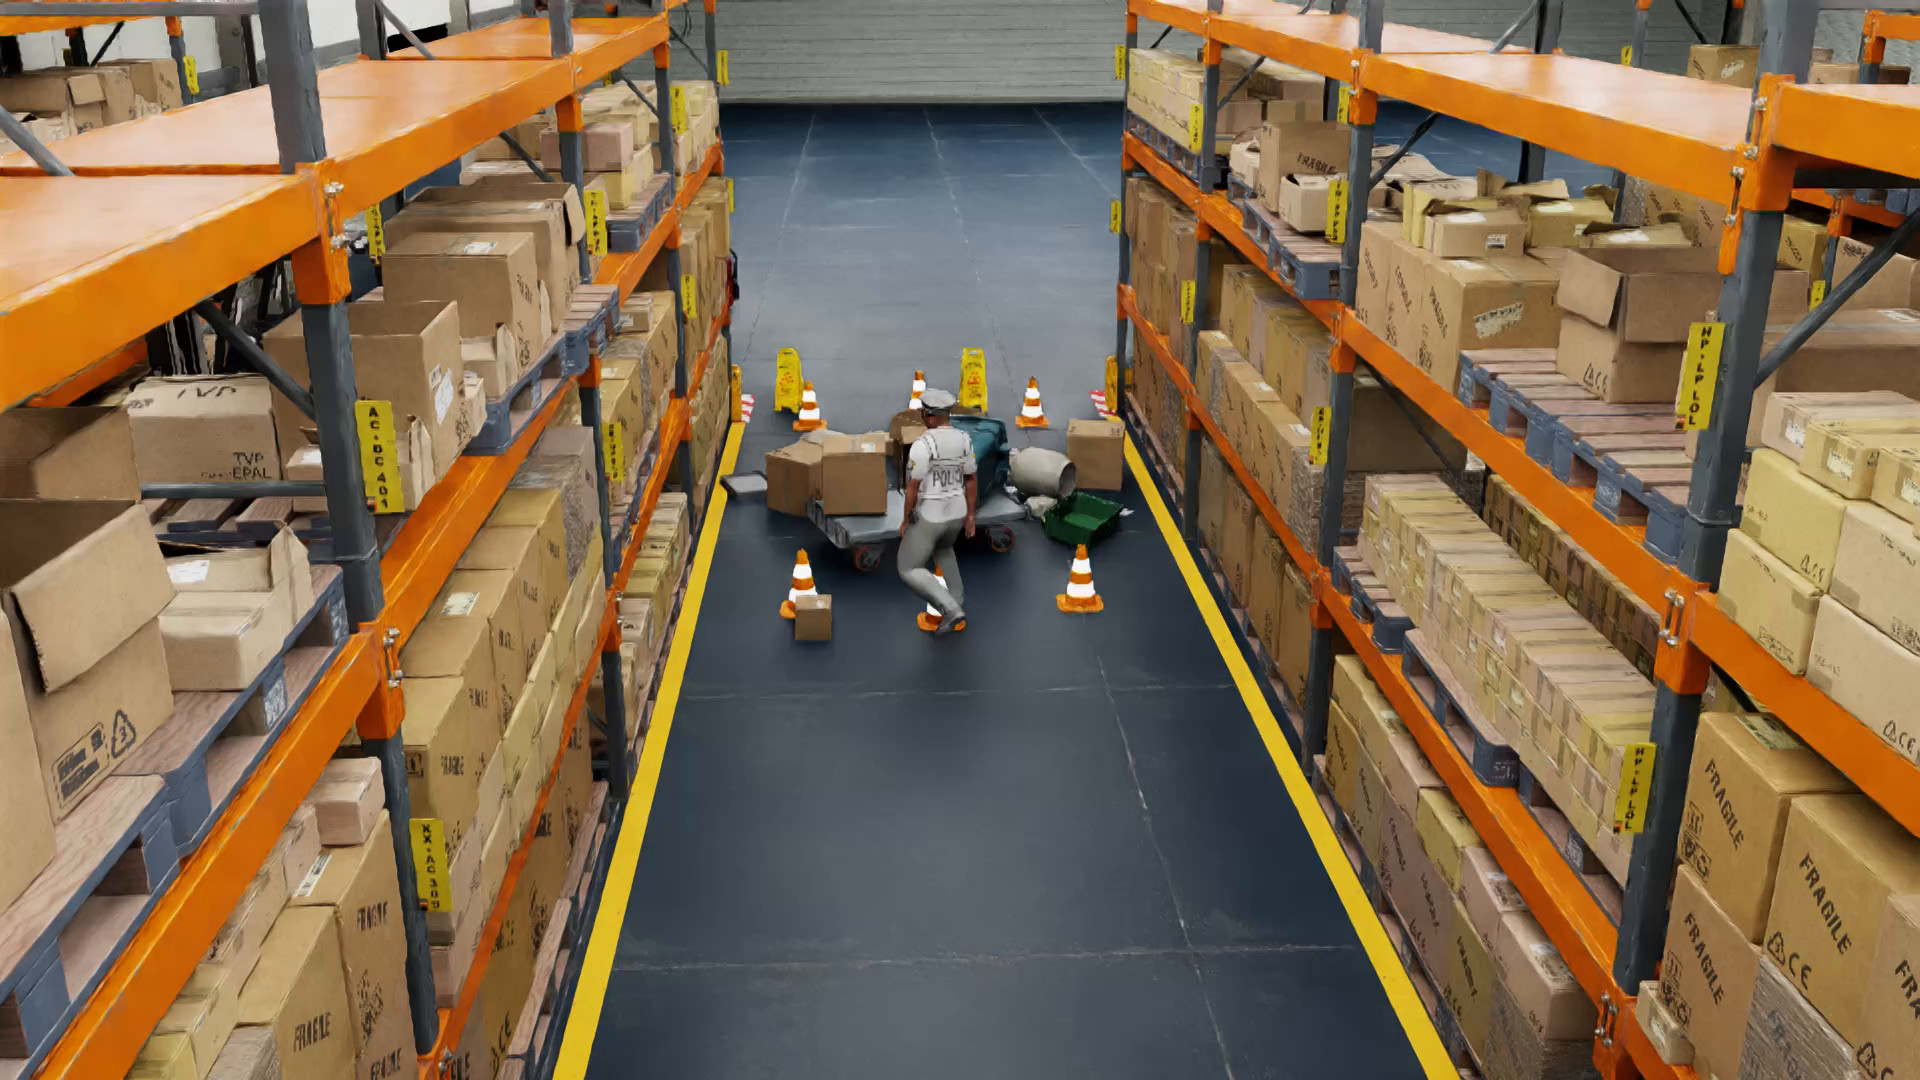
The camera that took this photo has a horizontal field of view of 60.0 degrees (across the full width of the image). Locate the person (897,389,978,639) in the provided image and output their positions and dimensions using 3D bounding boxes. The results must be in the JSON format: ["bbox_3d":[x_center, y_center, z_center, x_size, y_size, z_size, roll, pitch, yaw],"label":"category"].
[{"bbox_3d":[-0.097,-0.191,11.481,0.664,1.711,0.664,19,27,41],"label":"person"}]
